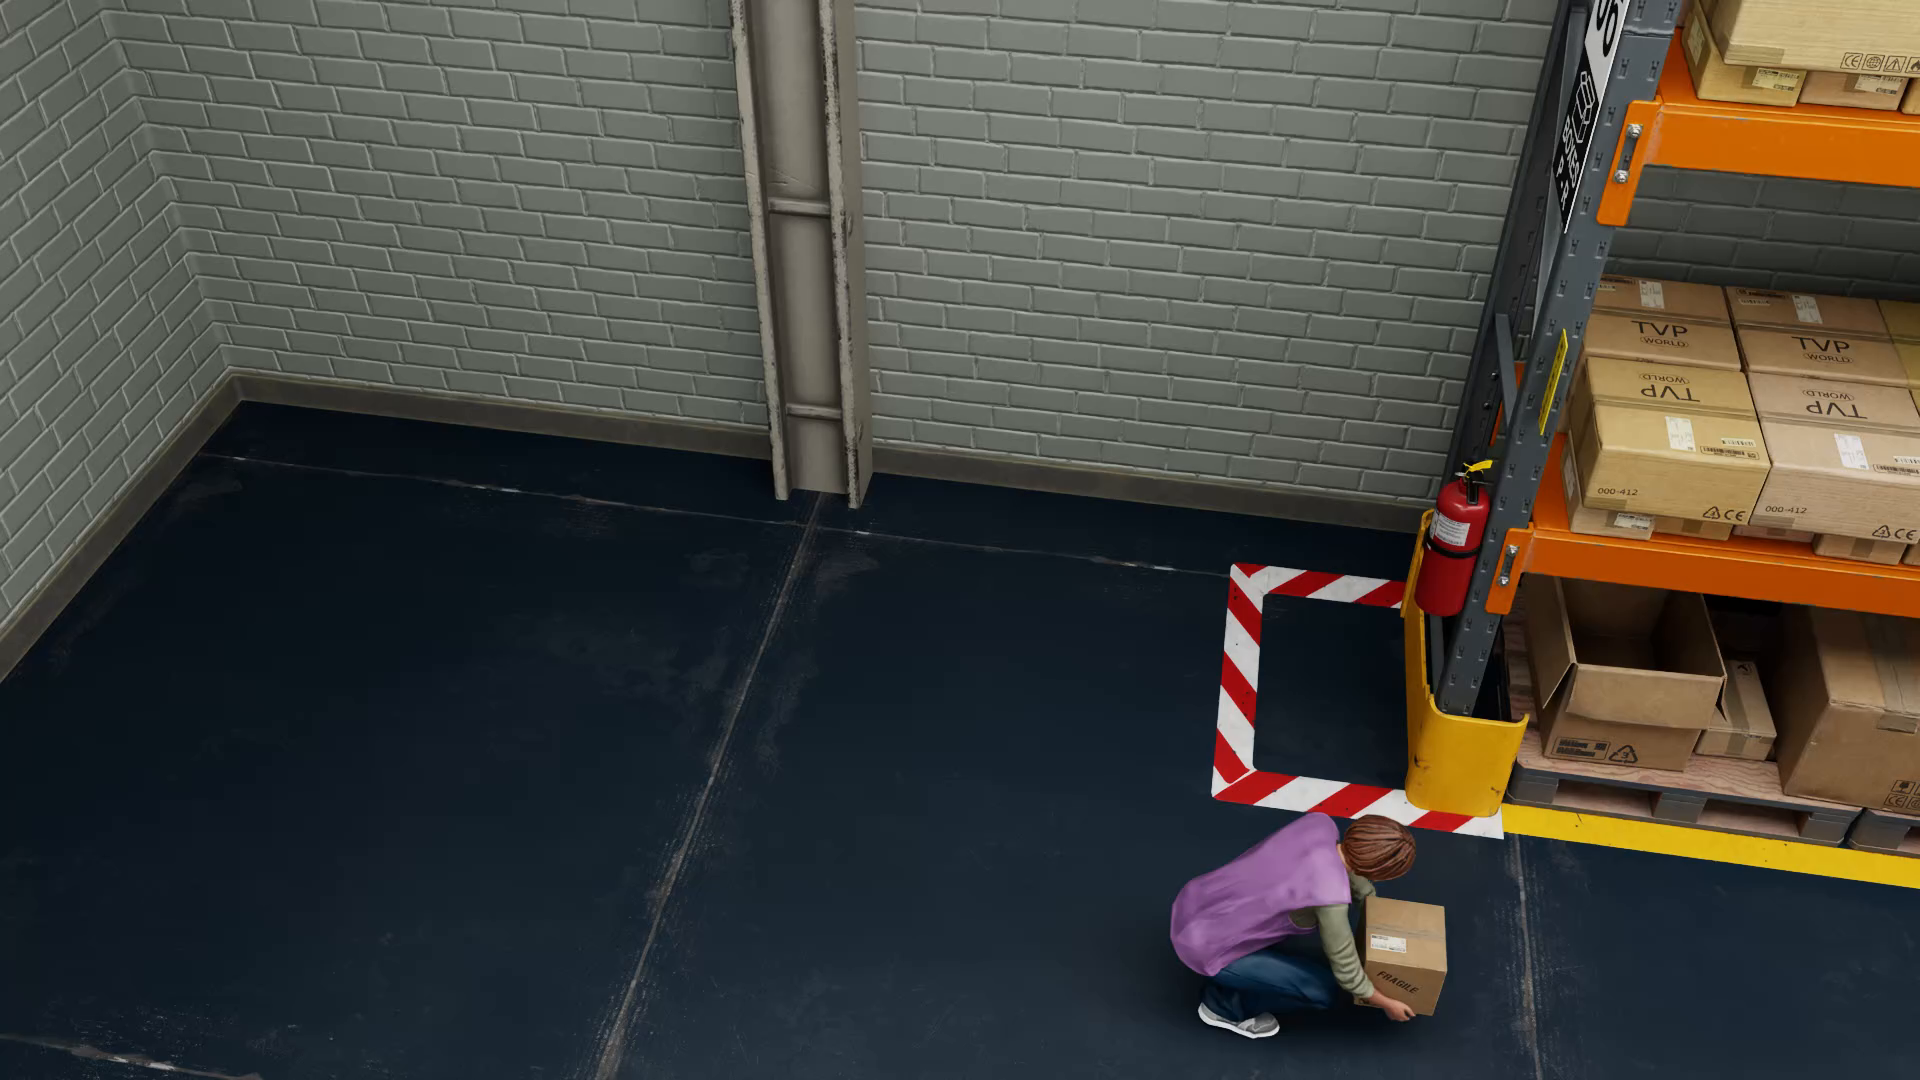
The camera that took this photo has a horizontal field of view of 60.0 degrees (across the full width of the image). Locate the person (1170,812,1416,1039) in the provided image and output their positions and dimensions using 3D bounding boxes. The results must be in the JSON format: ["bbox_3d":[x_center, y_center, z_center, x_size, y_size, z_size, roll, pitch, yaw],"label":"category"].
[{"bbox_3d":[1.082,1.219,5.320,0.808,0.882,0.446,6,42,7],"label":"person"}]
